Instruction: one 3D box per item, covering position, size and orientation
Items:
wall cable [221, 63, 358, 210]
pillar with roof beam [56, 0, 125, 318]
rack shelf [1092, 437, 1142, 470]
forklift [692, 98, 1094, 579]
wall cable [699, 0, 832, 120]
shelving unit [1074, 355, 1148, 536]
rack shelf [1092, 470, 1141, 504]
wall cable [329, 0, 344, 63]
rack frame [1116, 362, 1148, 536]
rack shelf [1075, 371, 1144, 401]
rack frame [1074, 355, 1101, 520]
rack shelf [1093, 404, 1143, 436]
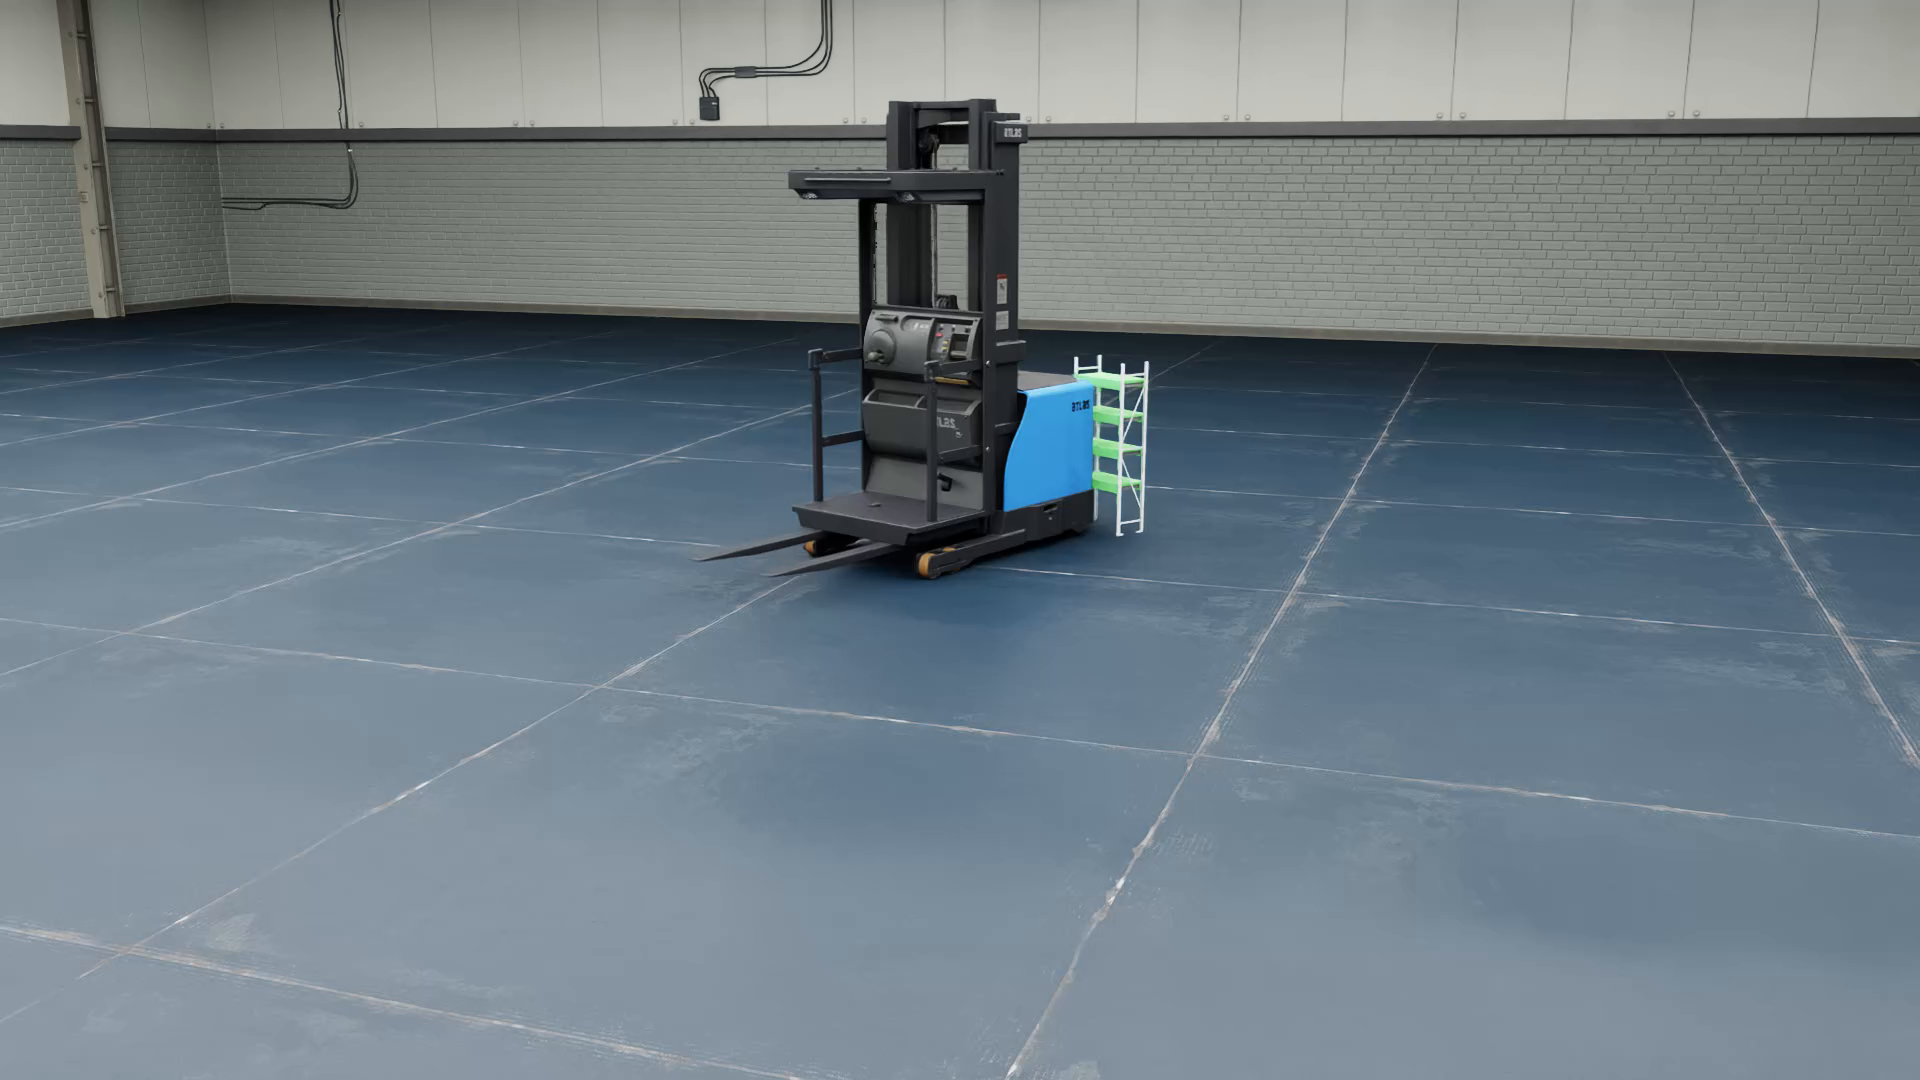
[{"bbox_3d":[-12.069,-7.143,29.539,3.097,2.526,0.112,4,14,18],"label":"wall cable"},{"bbox_3d":[-10.200,-7.822,25.535,9.100,9.000,0.400,4,14,18],"label":"pillar with roof beam"},{"bbox_3d":[1.051,-0.614,11.761,0.258,0.148,0.480,-9,16,-36],"label":"rack shelf"},{"bbox_3d":[-0.386,-1.308,10.632,1.130,2.935,3.031,10,17,39],"label":"forklift"},{"bbox_3d":[-3.092,-9.628,25.806,2.305,6.003,0.169,4,14,18],"label":"wall cable"},{"bbox_3d":[1.052,-0.676,11.747,0.258,1.200,0.503,-9,16,-36],"label":"shelving unit"},{"bbox_3d":[1.049,-0.379,11.813,0.258,0.148,0.480,-9,16,-36],"label":"rack shelf"},{"bbox_3d":[-9.510,-9.411,28.124,3.097,2.526,0.112,4,14,18],"label":"wall cable"},{"bbox_3d":[1.198,-0.632,11.557,0.240,1.200,0.015,-9,16,-36],"label":"rack frame"},{"bbox_3d":[1.055,-1.082,11.657,0.258,0.148,0.480,-9,16,-36],"label":"rack shelf"},{"bbox_3d":[0.906,-0.719,11.938,0.240,1.200,0.015,-9,16,-36],"label":"rack frame"},{"bbox_3d":[1.053,-0.848,11.709,0.258,0.148,0.480,-9,16,-36],"label":"rack shelf"}]
